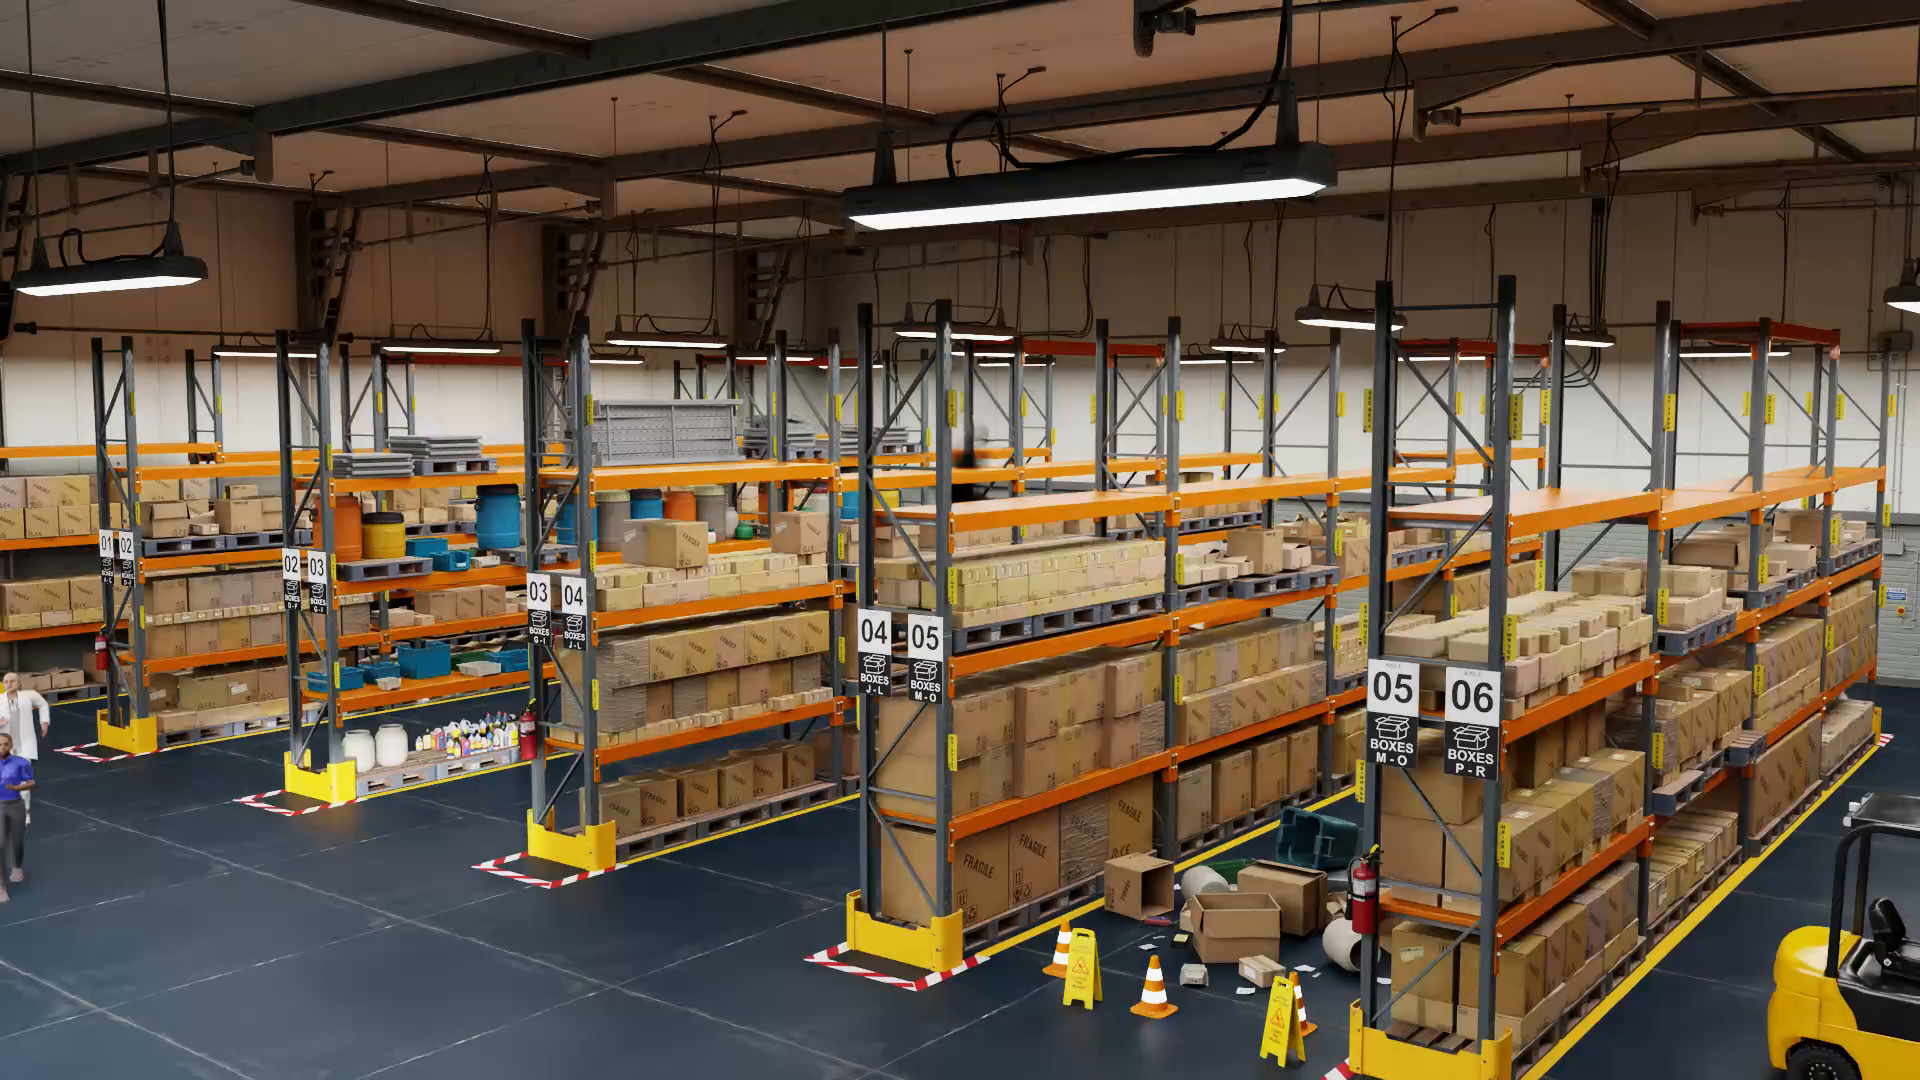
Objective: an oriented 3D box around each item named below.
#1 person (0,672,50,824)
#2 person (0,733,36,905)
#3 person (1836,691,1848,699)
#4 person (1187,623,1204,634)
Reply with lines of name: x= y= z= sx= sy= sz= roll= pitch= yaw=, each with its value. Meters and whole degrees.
person: x=-11.514 y=2.495 z=20.286 sx=0.731 sy=1.758 sz=1.116 roll=-2 pitch=5 yaw=-25
person: x=-9.869 y=2.879 z=17.204 sx=0.562 sy=1.579 sz=0.867 roll=-3 pitch=6 yaw=-31
person: x=13.667 y=2.012 z=26.218 sx=0.765 sy=1.806 sz=0.648 roll=4 pitch=6 yaw=40
person: x=3.261 y=1.996 z=22.967 sx=0.681 sy=1.782 sz=0.878 roll=3 pitch=6 yaw=33
